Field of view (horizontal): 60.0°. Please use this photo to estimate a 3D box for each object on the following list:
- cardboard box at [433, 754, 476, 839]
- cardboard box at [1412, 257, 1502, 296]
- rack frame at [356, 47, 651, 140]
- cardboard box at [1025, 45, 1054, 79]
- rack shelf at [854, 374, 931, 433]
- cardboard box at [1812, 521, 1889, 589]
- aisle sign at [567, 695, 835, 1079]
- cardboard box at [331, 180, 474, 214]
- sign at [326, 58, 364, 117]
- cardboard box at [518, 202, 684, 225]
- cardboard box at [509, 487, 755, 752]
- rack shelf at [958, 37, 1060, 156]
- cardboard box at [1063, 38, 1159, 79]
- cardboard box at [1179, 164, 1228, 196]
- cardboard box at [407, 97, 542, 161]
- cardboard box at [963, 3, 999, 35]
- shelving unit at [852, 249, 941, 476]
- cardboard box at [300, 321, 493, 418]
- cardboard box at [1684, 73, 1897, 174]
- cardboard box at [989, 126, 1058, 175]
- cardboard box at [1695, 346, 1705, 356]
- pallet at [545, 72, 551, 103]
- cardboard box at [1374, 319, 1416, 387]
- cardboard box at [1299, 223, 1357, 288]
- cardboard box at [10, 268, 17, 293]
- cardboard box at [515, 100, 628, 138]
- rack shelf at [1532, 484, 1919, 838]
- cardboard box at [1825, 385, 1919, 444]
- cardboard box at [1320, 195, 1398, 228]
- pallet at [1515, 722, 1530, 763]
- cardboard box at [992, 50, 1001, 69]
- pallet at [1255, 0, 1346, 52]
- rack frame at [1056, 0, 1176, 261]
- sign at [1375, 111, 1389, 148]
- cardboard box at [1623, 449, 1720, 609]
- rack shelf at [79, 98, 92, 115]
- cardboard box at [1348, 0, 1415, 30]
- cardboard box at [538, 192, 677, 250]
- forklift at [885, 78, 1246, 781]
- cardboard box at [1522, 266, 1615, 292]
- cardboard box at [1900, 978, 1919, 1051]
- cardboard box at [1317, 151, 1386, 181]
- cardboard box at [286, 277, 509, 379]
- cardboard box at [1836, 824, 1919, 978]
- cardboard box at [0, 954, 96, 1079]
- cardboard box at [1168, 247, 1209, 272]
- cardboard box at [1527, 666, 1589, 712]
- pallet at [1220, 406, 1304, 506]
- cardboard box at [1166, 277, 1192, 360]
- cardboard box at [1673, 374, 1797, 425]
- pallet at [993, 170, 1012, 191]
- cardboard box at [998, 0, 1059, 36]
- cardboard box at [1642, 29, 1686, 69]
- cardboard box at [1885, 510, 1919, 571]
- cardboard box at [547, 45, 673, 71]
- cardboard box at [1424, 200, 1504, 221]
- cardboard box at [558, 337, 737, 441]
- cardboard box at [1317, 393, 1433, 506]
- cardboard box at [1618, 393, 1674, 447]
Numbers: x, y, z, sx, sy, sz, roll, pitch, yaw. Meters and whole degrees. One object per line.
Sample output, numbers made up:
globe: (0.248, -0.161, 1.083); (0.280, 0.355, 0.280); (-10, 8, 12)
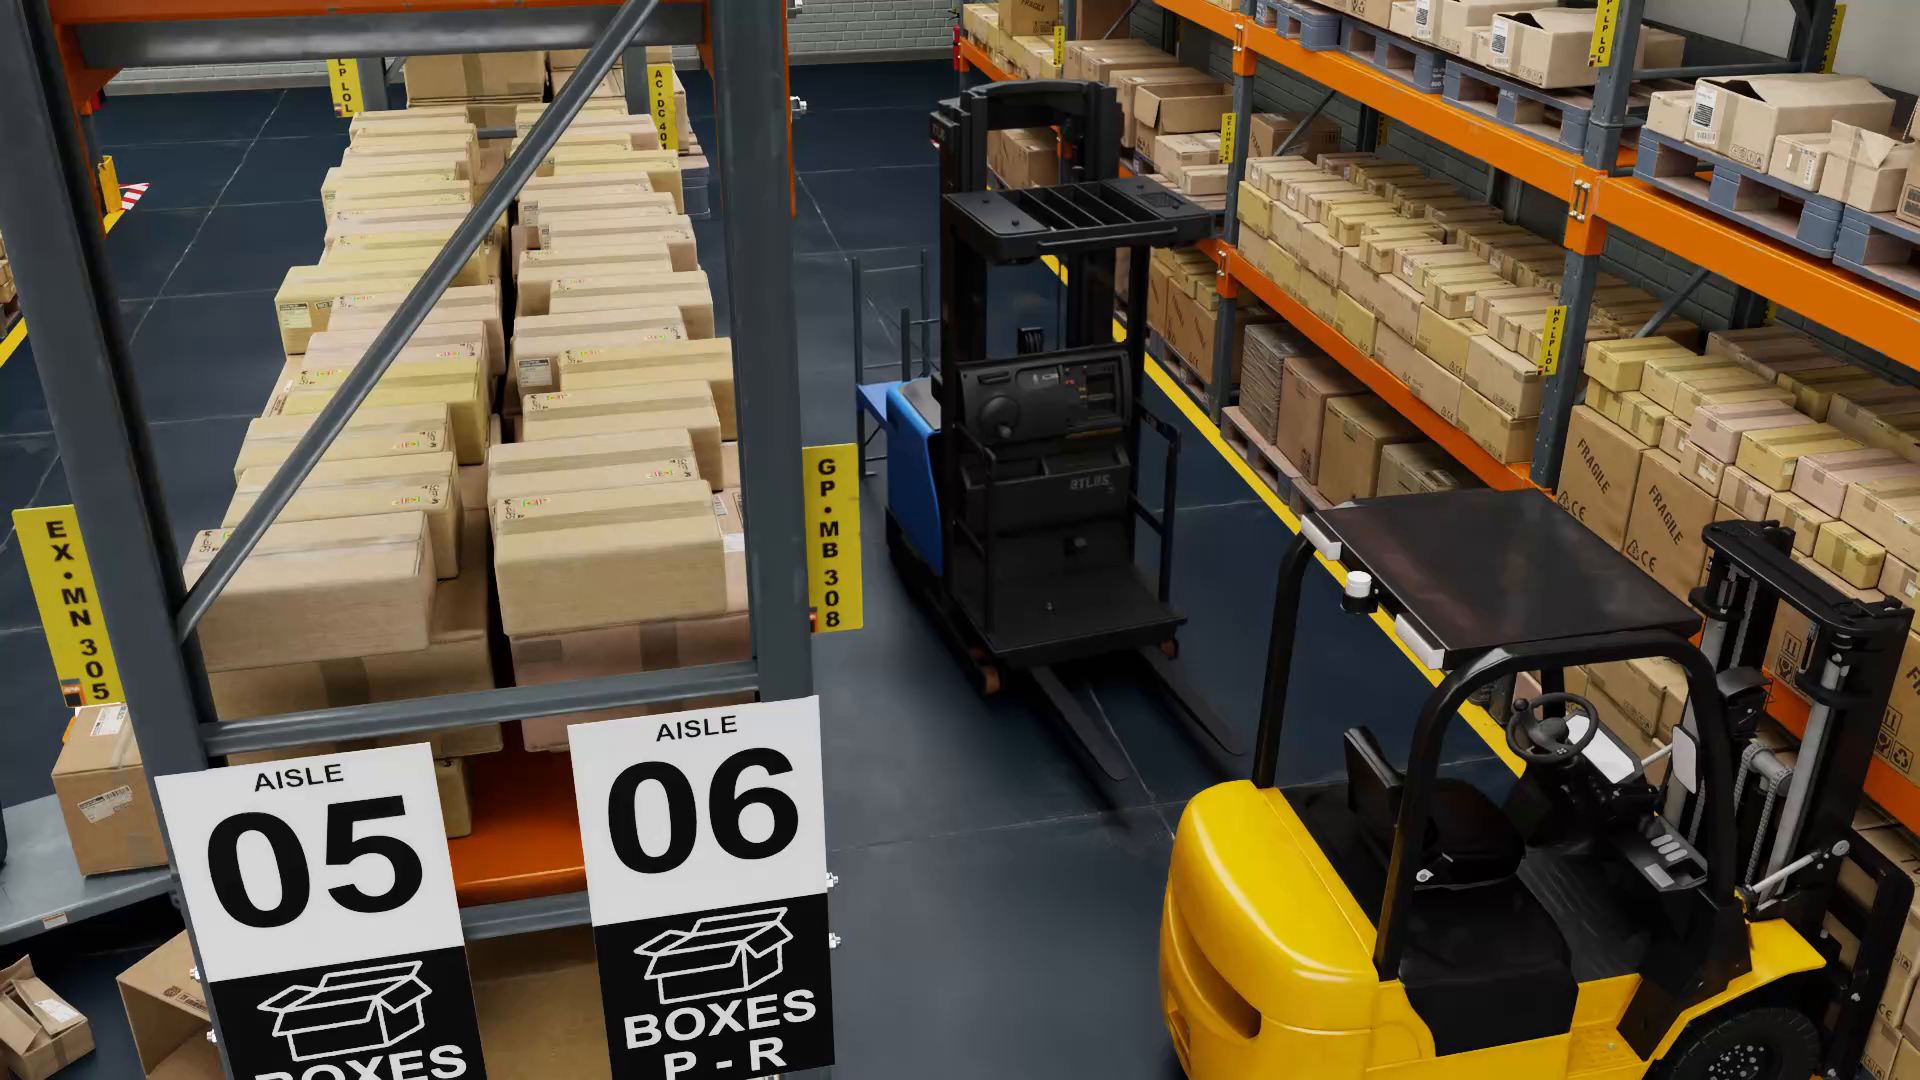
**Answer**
cardboard box: (-1.088, 0.431, 3.017); (0.380, 0.149, 0.250); (-6, 27, -11)
cardboard box: (2.639, -1.385, 8.834); (0.380, 0.149, 0.250); (-7, 28, -13)
rack frame: (-1.637, -2.648, 5.510); (1.000, 3.000, 0.127); (-6, 27, -12)
cardboard box: (0.916, -4.471, 15.615); (0.500, 0.250, 0.500); (-6, 27, -11)
rack shelf: (-0.269, -0.761, 10.493); (0.538, 0.185, 1.000); (-9, 28, -17)
cardboard box: (3.343, 0.038, 6.016); (0.380, 0.149, 0.250); (-7, 28, -13)
aisle sign: (-0.419, 0.621, 2.805); (0.394, 0.787, 0.004); (-6, 27, -12)
cardboard box: (-1.608, -0.932, 4.832); (0.380, 0.149, 0.250); (-7, 28, -13)
sign: (-2.177, -1.658, 5.866); (0.100, 0.325, 0.005); (-6, 27, -12)
cardboard box: (-1.160, -0.987, 5.383); (0.500, 0.250, 0.500); (-6, 27, -12)
cardboard box: (-0.589, 0.133, 3.164); (0.500, 0.250, 0.500); (-6, 27, -13)
rack shelf: (0.945, -4.544, 16.723); (1.077, 0.370, 4.000); (-6, 27, -12)
cardboard box: (1.287, -3.985, 14.239); (0.700, 0.500, 0.500); (-5, 27, -10)
cardboard box: (1.775, -2.556, 11.798); (0.380, 0.149, 0.250); (-5, 27, -11)
cardboard box: (-1.909, -1.671, 6.604); (0.500, 0.250, 0.500); (-6, 28, -13)
cardboard box: (0.334, -5.583, 17.818); (0.500, 0.250, 0.500); (-6, 27, -11)
shelving unit: (-0.269, -0.922, 10.412); (0.538, 1.500, 1.048); (-9, 28, -17)
cardboard box: (-1.250, -0.367, 3.714); (0.380, 0.149, 0.250); (-6, 27, -12)
cardboard box: (3.149, -1.617, 6.318); (0.500, 0.311, 0.500); (-5, 27, -11)
cardboard box: (0.694, -4.158, 17.467); (0.700, 0.500, 0.500); (-5, 27, -9)
cardboard box: (3.334, -0.881, 8.277); (0.500, 0.250, 0.500); (-6, 27, -12)
pallet: (-1.909, -1.962, 7.688); (1.213, 0.211, 1.003); (-6, 27, -12)
cardboard box: (2.629, -1.045, 9.157); (0.500, 0.250, 0.500); (-6, 27, -11)
cardboard box: (2.371, -1.717, 9.934); (0.500, 0.250, 0.500); (-7, 28, -13)
cardboard box: (-8.068, -2.159, 13.896); (0.380, 0.149, 0.250); (-5, 27, -10)
cardboard box: (-1.352, -1.436, 5.831); (0.380, 0.149, 0.250); (-5, 27, -11)
rack shelf: (3.649, 0.724, 6.286); (1.077, 0.370, 4.000); (-6, 27, -12)
cardboard box: (3.771, -0.500, 6.752); (0.380, 0.149, 0.250); (-6, 27, -13)
cardboard box: (2.383, -1.948, 9.950); (0.380, 0.149, 0.250); (-6, 27, -11)
pallet: (3.337, 1.123, 7.791); (1.003, 0.211, 1.213); (-6, 27, -12)
cardboard box: (0.543, -4.889, 16.885); (0.380, 0.149, 0.250); (-7, 28, -13)
pallet: (2.537, -3.198, 10.137); (1.213, 0.211, 1.003); (-5, 27, -9)
rack frame: (1.396, -3.988, 14.821); (1.000, 3.000, 0.127); (-6, 27, -12)
sign: (2.837, -2.806, 11.196); (0.100, 0.325, 0.005); (-6, 27, -12)
cardboard box: (3.178, -0.072, 6.953); (0.500, 0.500, 0.500); (-5, 27, -11)
rack shelf: (-8.690, -3.492, 14.637); (1.077, 0.370, 4.000); (-6, 27, -12)
cardboard box: (2.452, -3.058, 8.962); (0.500, 0.500, 0.500); (-5, 27, -10)
cardboard box: (-0.994, -0.873, 4.716); (0.380, 0.149, 0.250); (-6, 27, -11)
forklift: (0.523, -0.706, 8.395); (1.130, 2.935, 3.031); (-9, 28, -17)
cardboard box: (3.186, -1.329, 8.723); (0.380, 0.149, 0.250); (-6, 27, -12)
cardboard box: (3.583, 1.694, 5.595); (0.500, 0.250, 0.500); (-6, 27, -12)
cardboard box: (2.568, -2.444, 10.931); (0.380, 0.149, 0.250); (-5, 27, -10)
cardboard box: (-1.463, -0.486, 4.391); (0.500, 0.250, 0.500); (-6, 27, -11)
cardboard box: (3.448, 1.260, 5.901); (0.500, 0.250, 0.500); (-6, 27, -11)
cardboard box: (-3.544, 1.826, 6.337); (0.396, 0.266, 0.258); (19, 32, 32)
cardboard box: (1.816, -2.141, 12.751); (0.380, 0.149, 0.250); (-5, 27, -10)
cardboard box: (3.007, 0.585, 7.793); (0.500, 0.250, 0.500); (-6, 27, -12)
pallet: (2.445, -0.621, 11.247); (1.003, 0.211, 1.213); (-6, 27, -12)
cardboard box: (1.890, -1.688, 12.573); (0.500, 0.500, 0.500); (-6, 27, -12)
cardboard box: (3.194, -0.556, 6.861); (0.380, 0.149, 0.250); (-6, 27, -13)
pallet: (0.963, -3.581, 17.111); (1.003, 0.211, 1.213); (-6, 27, -12)
cardboard box: (0.672, -5.259, 16.345); (0.500, 0.500, 0.500); (-5, 27, -10)
cardboard box: (3.199, -2.327, 7.905); (0.380, 0.149, 0.250); (-6, 27, -12)
cardboard box: (3.463, 0.005, 5.751); (0.380, 0.149, 0.250); (-6, 27, -11)
cardboard box: (-1.500, -2.168, 7.032); (0.500, 0.250, 0.500); (-7, 28, -13)
cardboard box: (2.978, -1.896, 9.846); (0.380, 0.149, 0.250); (-6, 27, -12)
cardboard box: (-0.669, -0.316, 3.613); (0.380, 0.149, 0.250); (-6, 27, -12)
cardboard box: (2.731, -0.502, 10.085); (0.875, 0.625, 0.625); (-7, 28, -14)
cardboard box: (3.074, -0.530, 7.139); (0.380, 0.149, 0.250); (-5, 27, -10)
